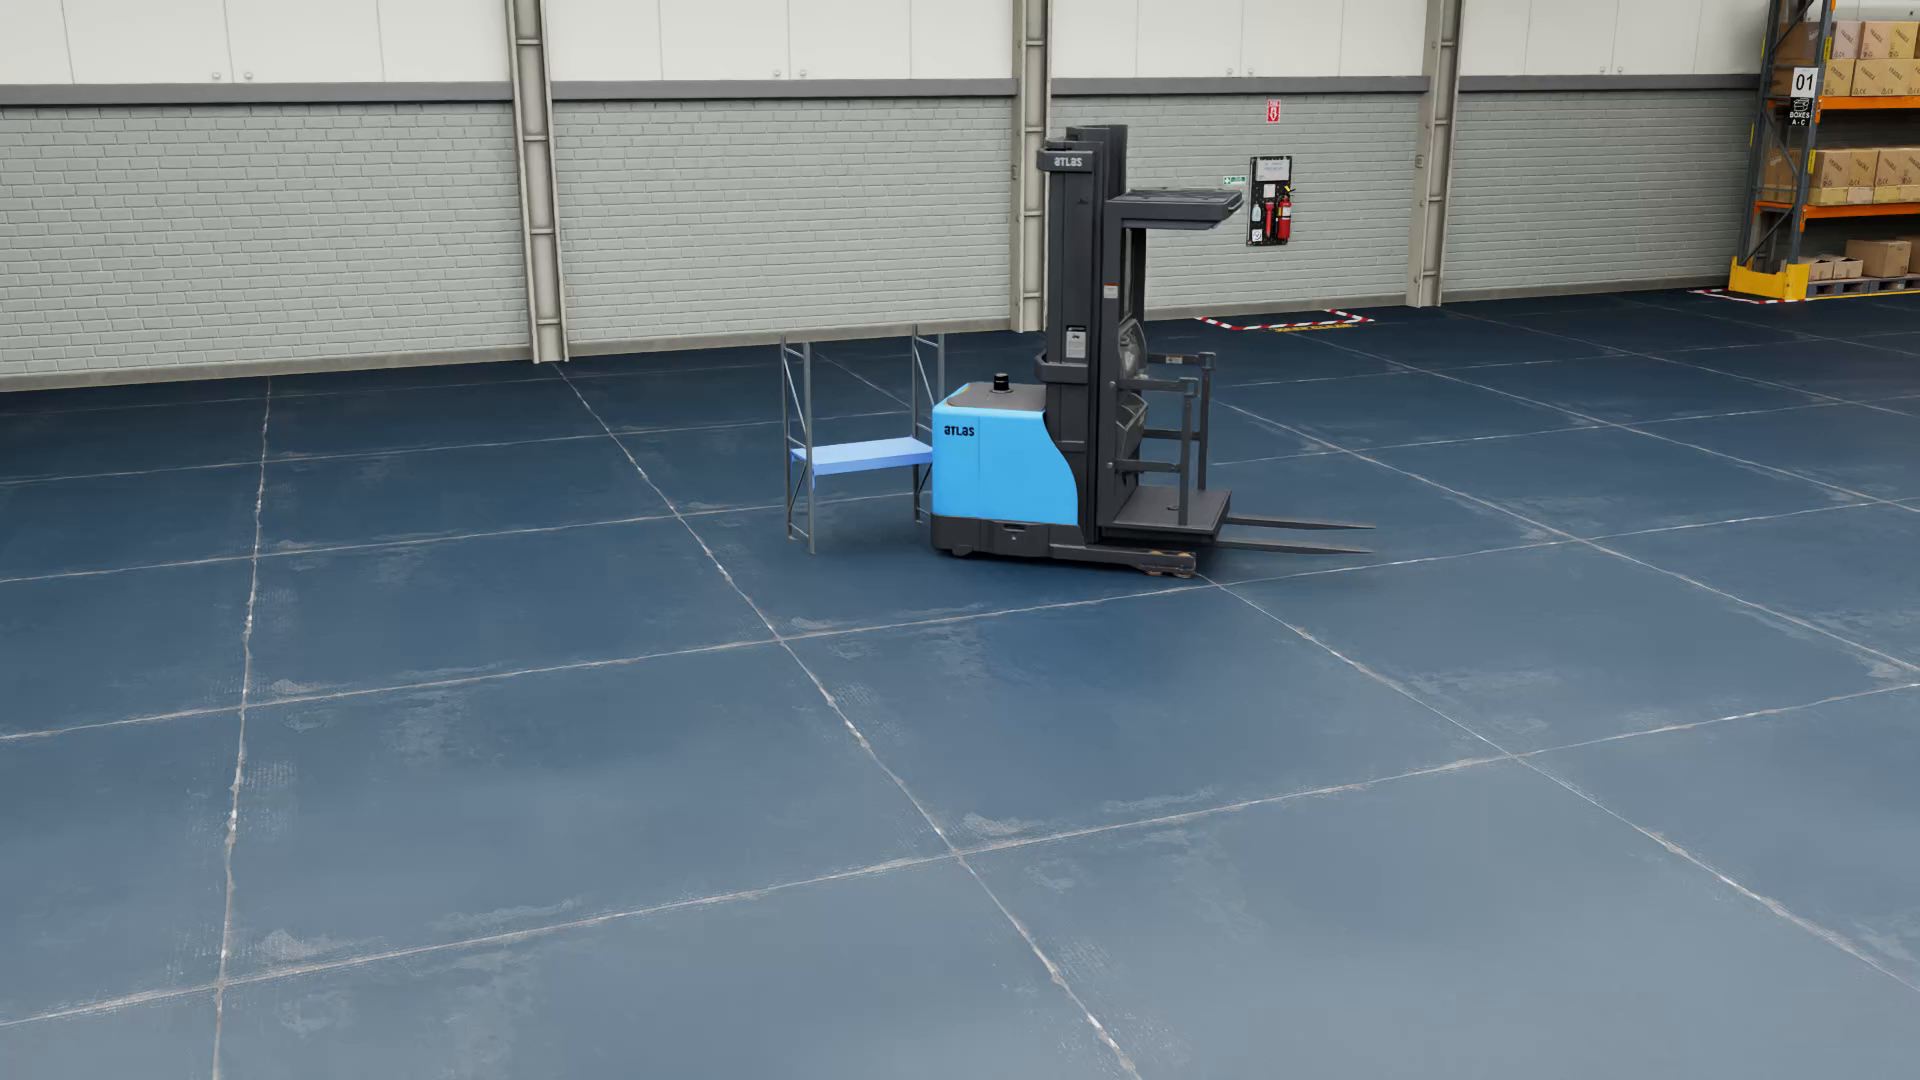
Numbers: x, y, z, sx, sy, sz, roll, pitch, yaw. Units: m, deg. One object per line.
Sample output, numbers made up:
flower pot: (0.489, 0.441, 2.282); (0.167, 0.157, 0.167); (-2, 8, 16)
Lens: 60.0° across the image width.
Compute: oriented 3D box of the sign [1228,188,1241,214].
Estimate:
sign: (3.603, -4.475, 21.949); (0.234, 0.329, 0.001); (-6, 17, -20)

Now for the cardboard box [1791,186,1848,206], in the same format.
cardboard box: (12.306, -4.935, 23.811); (0.500, 0.250, 0.500); (-7, 18, -22)

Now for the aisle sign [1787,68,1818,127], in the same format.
aisle sign: (11.777, -6.193, 23.250); (0.004, 0.787, 0.394); (-6, 17, -20)

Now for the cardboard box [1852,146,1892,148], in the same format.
cardboard box: (13.526, -5.585, 24.693); (0.500, 0.500, 0.500); (-6, 17, -19)

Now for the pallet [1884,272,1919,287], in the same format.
pallet: (14.857, -4.020, 25.414); (1.213, 0.211, 1.003); (-6, 17, -20)

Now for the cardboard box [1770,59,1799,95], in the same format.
cardboard box: (12.036, -6.637, 23.840); (0.500, 0.500, 0.500); (-5, 17, -16)

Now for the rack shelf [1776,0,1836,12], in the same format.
rack shelf: (13.604, -7.765, 23.853); (4.000, 0.370, 1.077); (-6, 17, -20)

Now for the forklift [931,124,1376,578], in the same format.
forklift: (1.369, -1.316, 11.376); (3.031, 2.935, 1.130); (4, 17, 15)

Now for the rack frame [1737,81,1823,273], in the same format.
rack frame: (11.736, -5.032, 23.910); (0.127, 3.000, 1.000); (-6, 17, -20)

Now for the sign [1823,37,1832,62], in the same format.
sign: (11.931, -6.748, 22.878); (0.005, 0.325, 0.100); (-6, 17, -20)

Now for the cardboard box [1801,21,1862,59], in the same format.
cardboard box: (12.183, -6.983, 23.244); (0.500, 0.500, 0.500); (-8, 18, -24)

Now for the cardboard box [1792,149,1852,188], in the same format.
cardboard box: (12.290, -5.298, 23.717); (0.500, 0.500, 0.500); (-6, 17, -20)

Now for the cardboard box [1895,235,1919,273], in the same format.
cardboard box: (14.517, -4.332, 25.181); (0.500, 0.500, 0.500); (-8, 18, -24)

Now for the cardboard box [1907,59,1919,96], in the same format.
cardboard box: (13.629, -6.654, 23.898); (0.500, 0.500, 0.500); (-5, 17, -17)

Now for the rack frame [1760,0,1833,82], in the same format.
rack frame: (11.736, -7.910, 23.065); (0.127, 3.000, 1.000); (-6, 17, -20)

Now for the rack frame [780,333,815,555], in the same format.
rack frame: (-1.149, -0.682, 11.758); (0.032, 1.500, 0.500); (-8, 18, -25)

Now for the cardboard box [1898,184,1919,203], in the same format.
cardboard box: (13.736, -5.091, 24.343); (0.500, 0.250, 0.500); (-6, 17, -20)

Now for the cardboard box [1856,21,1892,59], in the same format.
cardboard box: (12.670, -7.021, 23.371); (0.500, 0.500, 0.500); (-6, 18, -21)

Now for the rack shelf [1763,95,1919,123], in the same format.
rack shelf: (13.604, -6.328, 24.275); (4.000, 0.370, 1.077); (-6, 17, -20)

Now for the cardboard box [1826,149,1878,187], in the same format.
cardboard box: (12.755, -5.346, 23.878); (0.500, 0.500, 0.500); (-6, 17, -20)

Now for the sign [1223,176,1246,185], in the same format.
sign: (3.611, -4.727, 21.867); (0.331, 0.109, 0.001); (-6, 17, -20)

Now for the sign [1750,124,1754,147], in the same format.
sign: (11.557, -5.887, 24.206); (0.005, 0.325, 0.100); (-6, 17, -20)

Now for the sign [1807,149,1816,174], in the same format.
sign: (11.931, -5.305, 23.302); (0.005, 0.325, 0.100); (-6, 17, -20)

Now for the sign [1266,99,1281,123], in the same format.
sign: (4.113, -5.624, 21.811); (0.199, 0.298, 0.001); (-6, 17, -20)

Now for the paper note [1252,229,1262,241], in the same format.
paper note: (3.967, -4.064, 22.176); (0.142, 0.148, 0.016); (-6, 17, -20)

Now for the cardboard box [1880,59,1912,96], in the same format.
cardboard box: (13.136, -6.595, 23.695); (0.500, 0.500, 0.500); (-5, 17, -18)

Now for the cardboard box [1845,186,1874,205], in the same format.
cardboard box: (12.786, -4.991, 24.002); (0.500, 0.250, 0.500); (-7, 18, -22)

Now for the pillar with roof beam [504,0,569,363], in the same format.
pillar with roof beam: (-3.187, -5.261, 14.043); (0.400, 9.000, 9.100); (-6, 17, -20)

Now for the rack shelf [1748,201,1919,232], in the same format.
rack shelf: (13.604, -4.888, 24.698); (4.000, 0.370, 1.077); (-6, 17, -20)

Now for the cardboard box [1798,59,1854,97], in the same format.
cardboard box: (12.138, -6.497, 23.361); (0.500, 0.500, 0.500); (-6, 17, -19)

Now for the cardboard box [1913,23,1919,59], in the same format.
cardboard box: (14.109, -7.176, 23.902); (0.500, 0.500, 0.500); (-7, 18, -22)

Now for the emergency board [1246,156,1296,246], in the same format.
emergency board: (4.157, -4.486, 22.051); (0.643, 1.169, 0.194); (-6, 17, -20)

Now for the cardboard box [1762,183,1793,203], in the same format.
cardboard box: (12.104, -5.068, 24.262); (0.500, 0.250, 0.500); (-6, 17, -19)

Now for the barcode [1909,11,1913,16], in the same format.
barcode: (14.020, -7.759, 24.501); (0.075, 0.075, 0.001); (-6, 17, -20)

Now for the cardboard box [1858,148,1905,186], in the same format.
cardboard box: (13.240, -5.396, 24.050); (0.500, 0.500, 0.500); (-7, 18, -22)

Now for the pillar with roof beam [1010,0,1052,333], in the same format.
pillar with roof beam: (2.416, -5.866, 16.103); (0.400, 9.000, 9.100); (-6, 17, -20)

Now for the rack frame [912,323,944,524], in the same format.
rack frame: (-0.233, -0.806, 12.181); (0.032, 1.500, 0.500); (-8, 18, -25)

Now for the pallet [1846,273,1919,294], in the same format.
pallet: (13.716, -3.896, 24.991); (1.213, 0.211, 1.003); (-6, 17, -20)

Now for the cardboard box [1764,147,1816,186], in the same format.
cardboard box: (12.101, -5.433, 24.175); (0.500, 0.500, 0.500); (-6, 18, -21)

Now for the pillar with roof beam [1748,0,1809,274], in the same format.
pillar with roof beam: (13.621, -7.076, 20.223); (0.400, 9.000, 9.100); (-6, 17, -20)

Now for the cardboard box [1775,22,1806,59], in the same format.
cardboard box: (12.046, -7.121, 23.712); (0.500, 0.500, 0.500); (-5, 17, -18)

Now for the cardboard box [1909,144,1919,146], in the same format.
cardboard box: (14.474, -5.689, 25.047); (0.500, 0.500, 0.500); (-6, 17, -20)

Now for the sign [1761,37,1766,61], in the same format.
sign: (11.557, -7.044, 23.867); (0.005, 0.325, 0.100); (-6, 17, -20)

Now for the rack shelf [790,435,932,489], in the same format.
rack shelf: (-0.691, -0.571, 12.020); (1.000, 0.185, 0.538); (-8, 18, -25)

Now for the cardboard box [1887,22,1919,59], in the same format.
cardboard box: (13.144, -7.075, 23.557); (0.500, 0.500, 0.500); (-6, 17, -19)

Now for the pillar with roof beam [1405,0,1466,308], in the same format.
pillar with roof beam: (8.018, -6.471, 18.163); (0.400, 9.000, 9.100); (-6, 17, -20)

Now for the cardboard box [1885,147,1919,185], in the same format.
cardboard box: (13.717, -5.451, 24.238); (0.500, 0.500, 0.500); (-6, 17, -18)

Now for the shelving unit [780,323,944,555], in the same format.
shelving unit: (-0.691, -0.744, 11.969); (1.048, 1.500, 0.538); (-8, 18, -25)

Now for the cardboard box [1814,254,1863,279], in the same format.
cardboard box: (12.947, -4.056, 24.579); (0.500, 0.311, 0.500); (-5, 17, -15)

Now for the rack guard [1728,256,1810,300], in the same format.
rack guard: (11.807, -3.840, 24.288); (0.348, 0.500, 1.175); (-6, 17, -20)

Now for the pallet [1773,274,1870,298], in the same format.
pallet: (12.579, -3.774, 24.576); (1.213, 0.211, 1.003); (-6, 17, -20)

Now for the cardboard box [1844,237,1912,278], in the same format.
cardboard box: (13.650, -4.208, 24.760); (0.500, 0.500, 0.700); (-7, 18, -24)

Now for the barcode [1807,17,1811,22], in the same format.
barcode: (12.221, -7.490, 23.939); (0.075, 0.075, 0.001); (-6, 17, -20)

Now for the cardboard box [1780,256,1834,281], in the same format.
cardboard box: (12.415, -3.999, 24.384); (0.500, 0.311, 0.500); (-8, 18, -26)

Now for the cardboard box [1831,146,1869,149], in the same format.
cardboard box: (13.055, -5.534, 24.520); (0.500, 0.500, 0.500); (-7, 18, -22)

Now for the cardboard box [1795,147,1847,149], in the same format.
cardboard box: (12.574, -5.481, 24.339); (0.500, 0.500, 0.500); (-6, 17, -19)

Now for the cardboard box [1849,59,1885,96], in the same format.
cardboard box: (12.652, -6.541, 23.514); (0.500, 0.500, 0.500); (-5, 17, -16)

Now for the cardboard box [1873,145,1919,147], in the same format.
cardboard box: (14.006, -5.640, 24.881); (0.500, 0.500, 0.500); (-6, 17, -19)

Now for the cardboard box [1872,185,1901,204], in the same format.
cardboard box: (13.263, -5.041, 24.172); (0.500, 0.250, 0.500); (-6, 18, -21)
